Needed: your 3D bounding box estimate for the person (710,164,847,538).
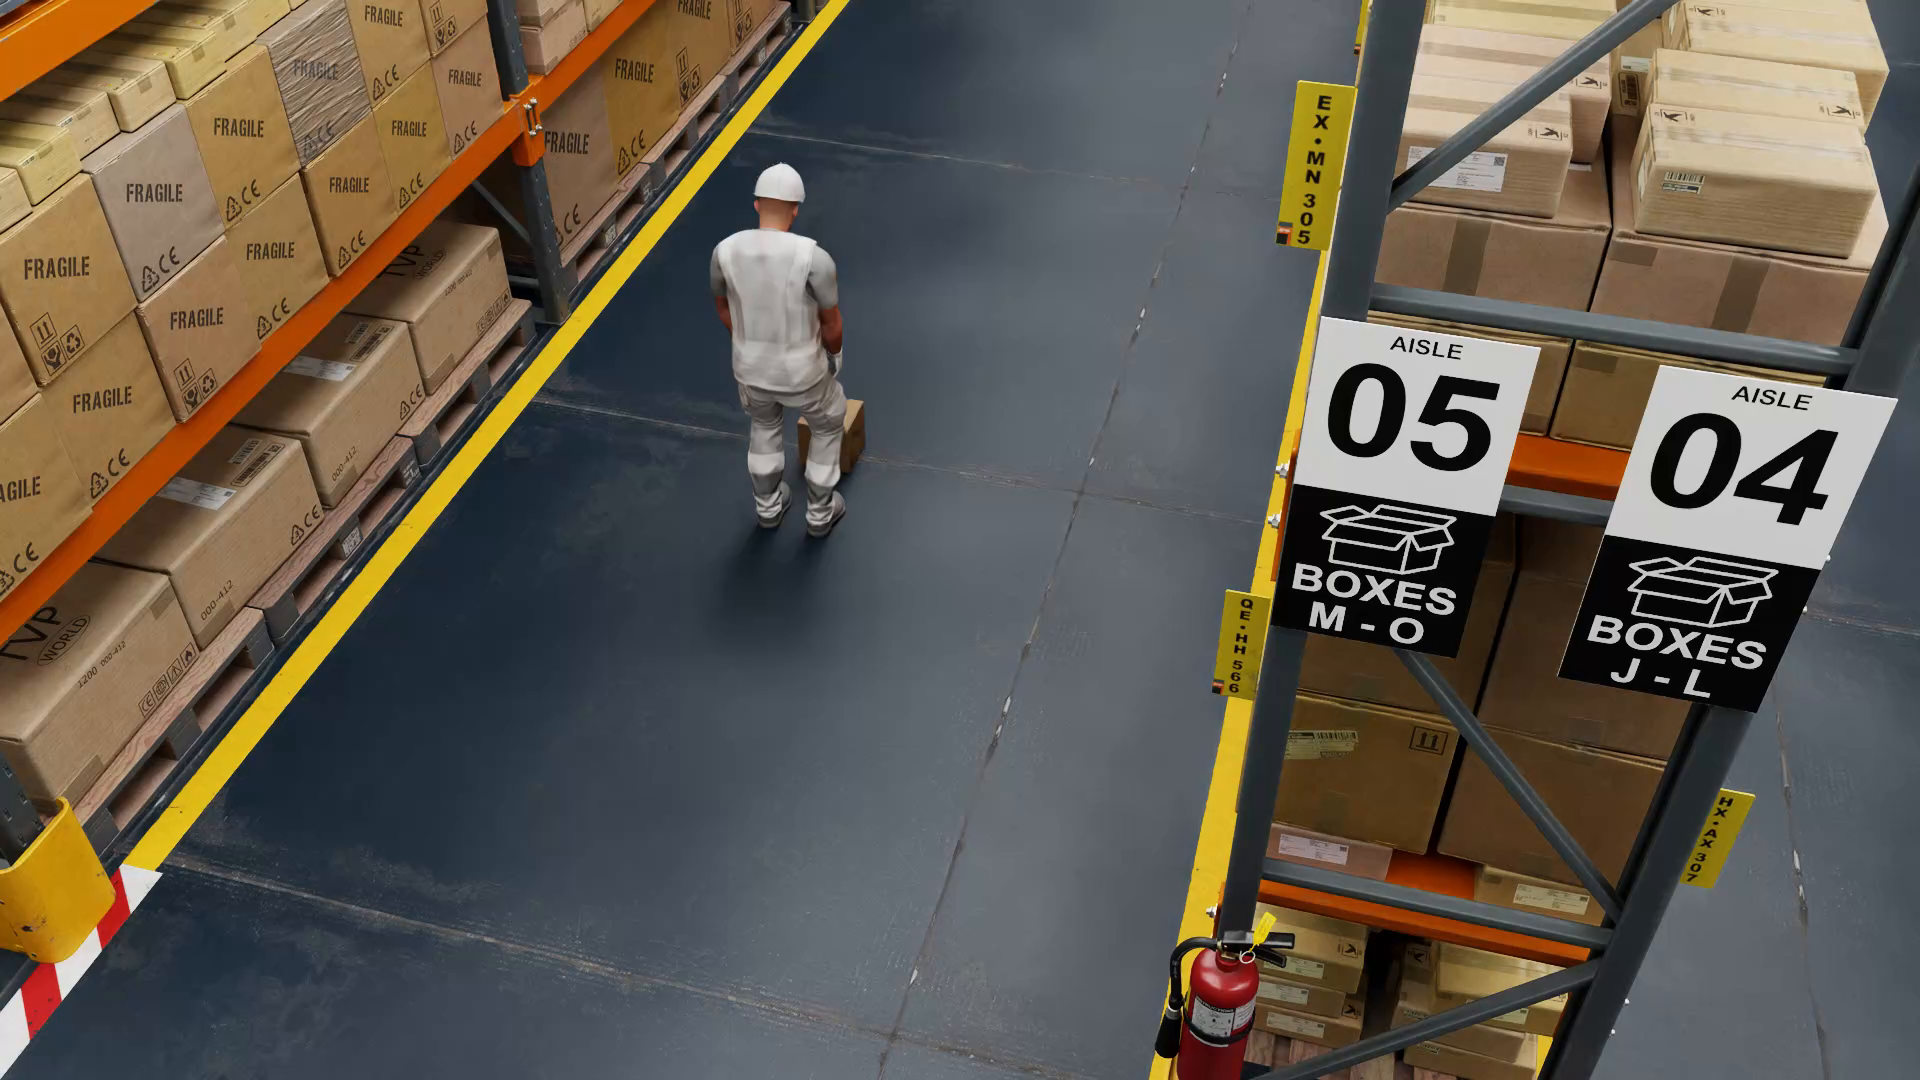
[{"bbox_3d":[-0.758,-0.777,7.116,0.554,1.698,0.516,11,42,12],"label":"person"}]
